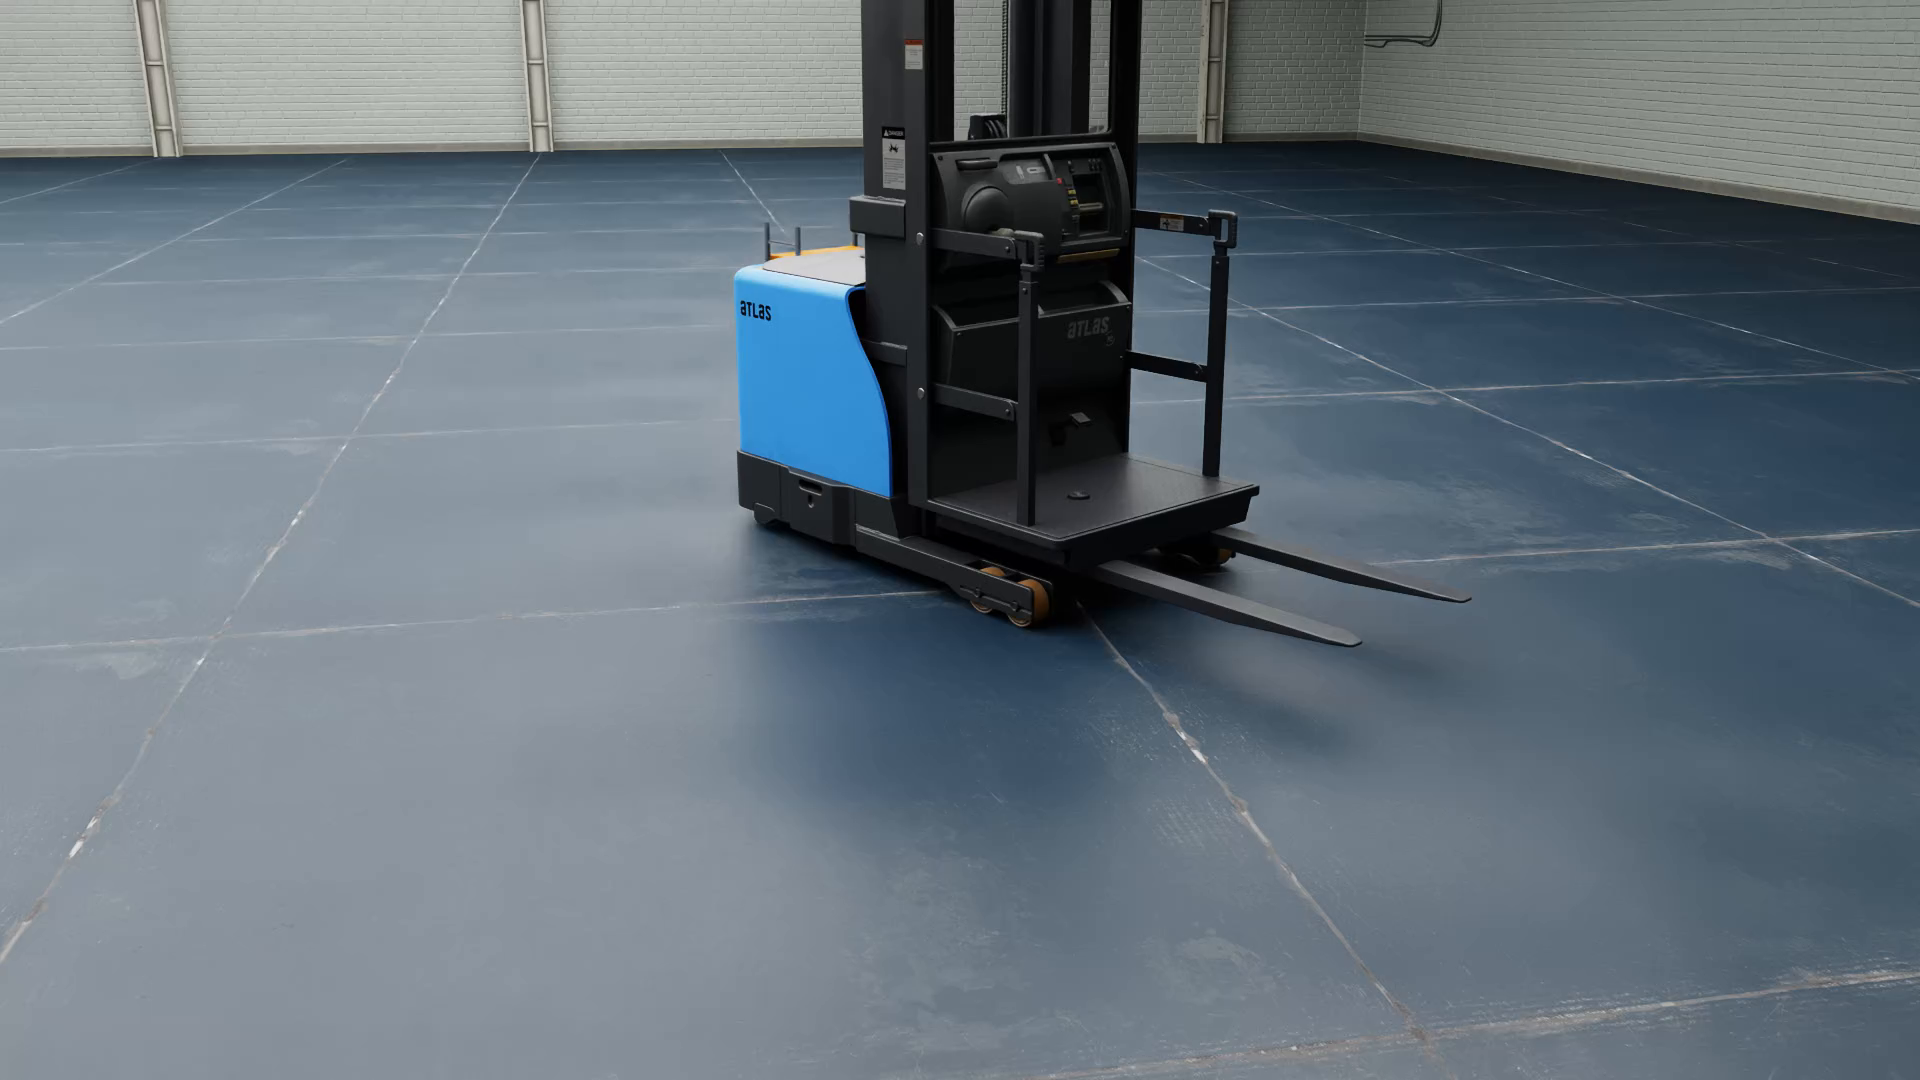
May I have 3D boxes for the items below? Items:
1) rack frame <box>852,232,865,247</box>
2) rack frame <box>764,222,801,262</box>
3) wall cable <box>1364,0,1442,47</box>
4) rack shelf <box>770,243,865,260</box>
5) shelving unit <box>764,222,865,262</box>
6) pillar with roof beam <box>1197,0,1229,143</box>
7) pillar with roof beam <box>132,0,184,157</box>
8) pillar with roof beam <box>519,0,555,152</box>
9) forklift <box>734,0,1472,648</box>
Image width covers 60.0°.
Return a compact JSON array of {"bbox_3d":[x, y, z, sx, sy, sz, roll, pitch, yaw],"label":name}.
[{"bbox_3d":[-0.407,-0.877,7.616,0.015,1.200,0.240,-15,23,-40],"label":"rack frame"},{"bbox_3d":[-0.767,-0.780,7.301,0.015,1.200,0.240,-15,23,-40],"label":"rack frame"},{"bbox_3d":[7.752,-9.948,29.162,0.112,2.526,3.097,-3,17,-10],"label":"wall cable"},{"bbox_3d":[-0.584,-1.203,7.340,0.480,0.148,0.258,-15,23,-40],"label":"rack shelf"},{"bbox_3d":[-0.587,-0.828,7.458,0.503,1.200,0.258,-15,23,-40],"label":"shelving unit"},{"bbox_3d":[5.425,-10.408,25.373,0.400,9.000,9.100,-3,17,-10],"label":"pillar with roof beam"},{"bbox_3d":[-12.248,-9.406,22.108,0.400,9.000,9.100,-3,17,-10],"label":"pillar with roof beam"},{"bbox_3d":[-6.357,-9.740,23.196,0.400,9.000,9.100,-3,17,-10],"label":"pillar with roof beam"},{"bbox_3d":[0.418,-1.265,5.937,1.130,2.935,3.031,-15,22,-40],"label":"forklift"}]
